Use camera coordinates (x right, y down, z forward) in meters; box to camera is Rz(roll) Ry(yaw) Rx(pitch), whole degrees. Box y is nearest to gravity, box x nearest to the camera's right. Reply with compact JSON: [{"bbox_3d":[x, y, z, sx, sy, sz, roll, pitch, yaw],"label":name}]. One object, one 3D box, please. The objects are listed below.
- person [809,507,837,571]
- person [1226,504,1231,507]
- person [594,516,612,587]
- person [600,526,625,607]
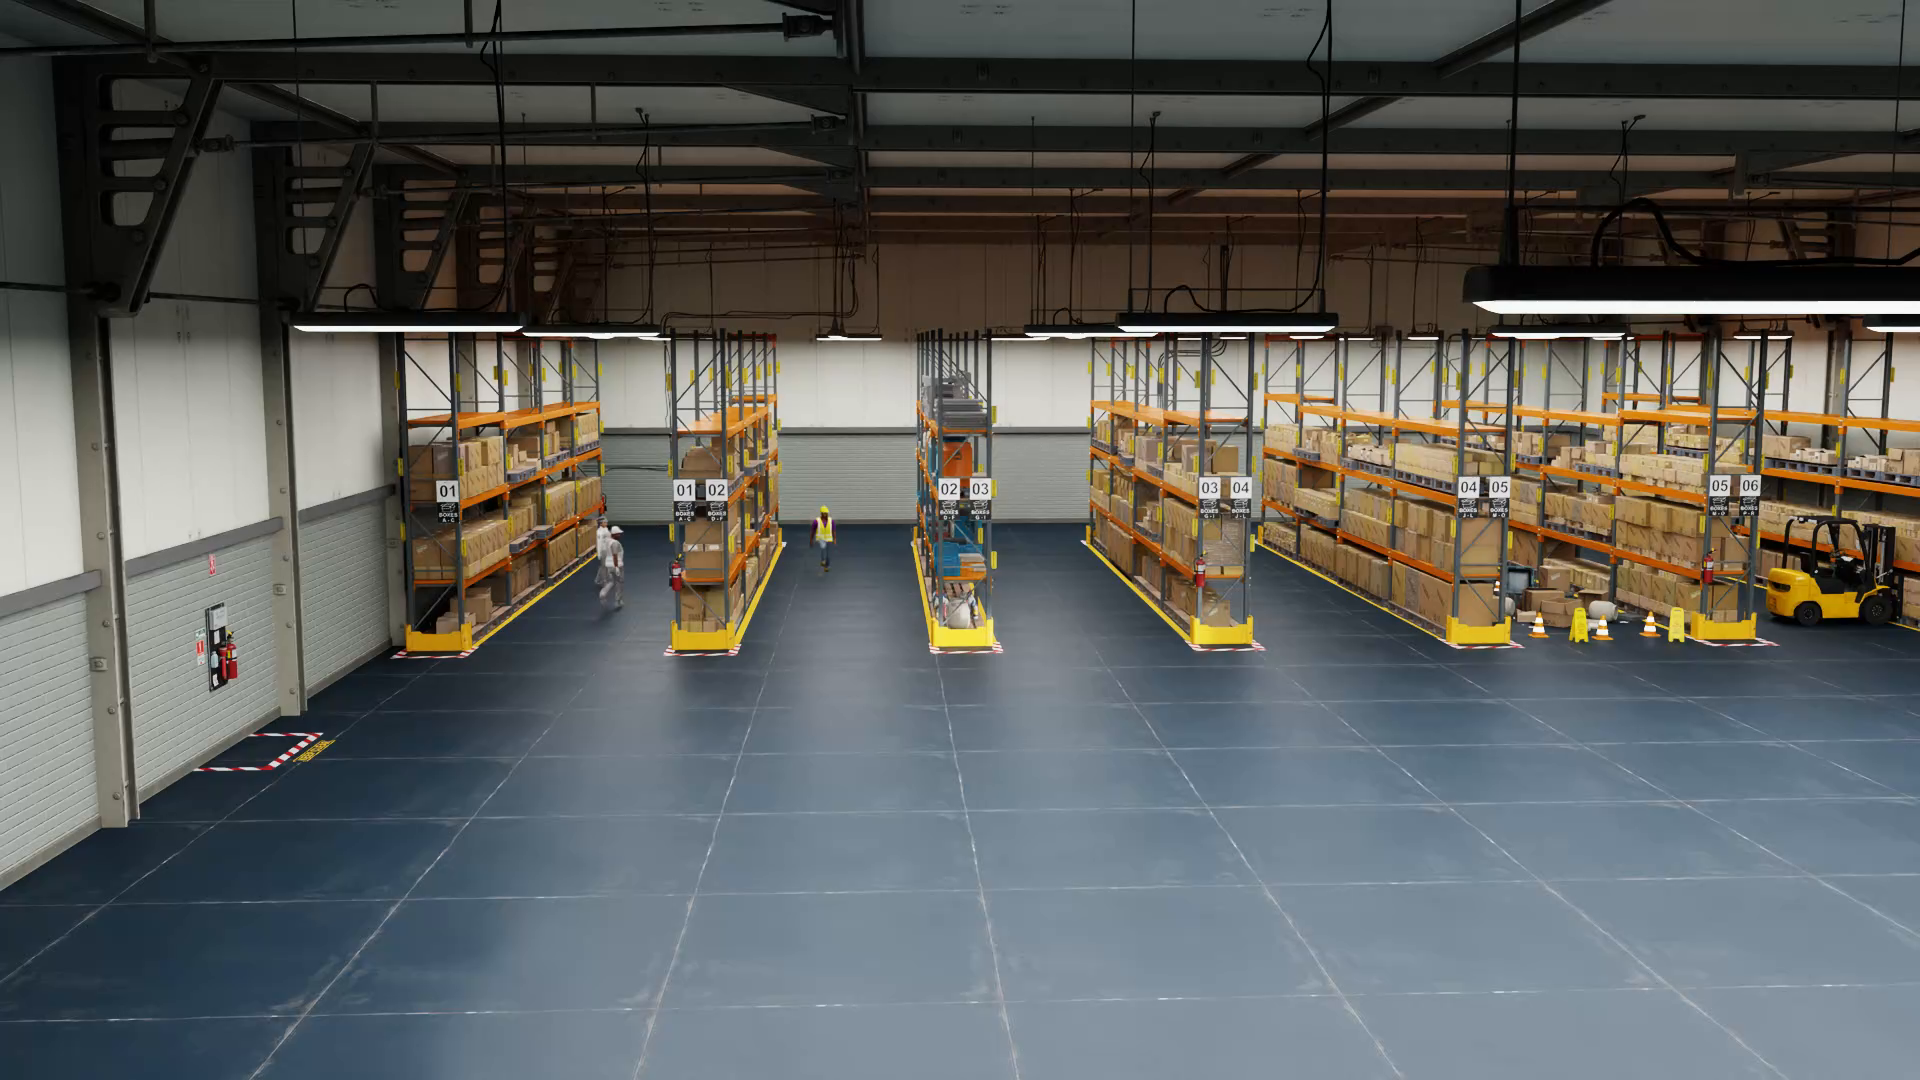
[{"bbox_3d":[-3.372,-0.004,41.052,0.665,1.656,0.975,-2,7,-14],"label":"person"},{"bbox_3d":[7.481,-0.724,47.252,0.603,1.716,1.161,1,7,11],"label":"person"},{"bbox_3d":[-8.391,0.271,39.147,0.465,1.685,0.497,-1,7,-10],"label":"person"},{"bbox_3d":[-7.547,0.581,36.083,0.511,1.776,0.669,4,8,32],"label":"person"}]
